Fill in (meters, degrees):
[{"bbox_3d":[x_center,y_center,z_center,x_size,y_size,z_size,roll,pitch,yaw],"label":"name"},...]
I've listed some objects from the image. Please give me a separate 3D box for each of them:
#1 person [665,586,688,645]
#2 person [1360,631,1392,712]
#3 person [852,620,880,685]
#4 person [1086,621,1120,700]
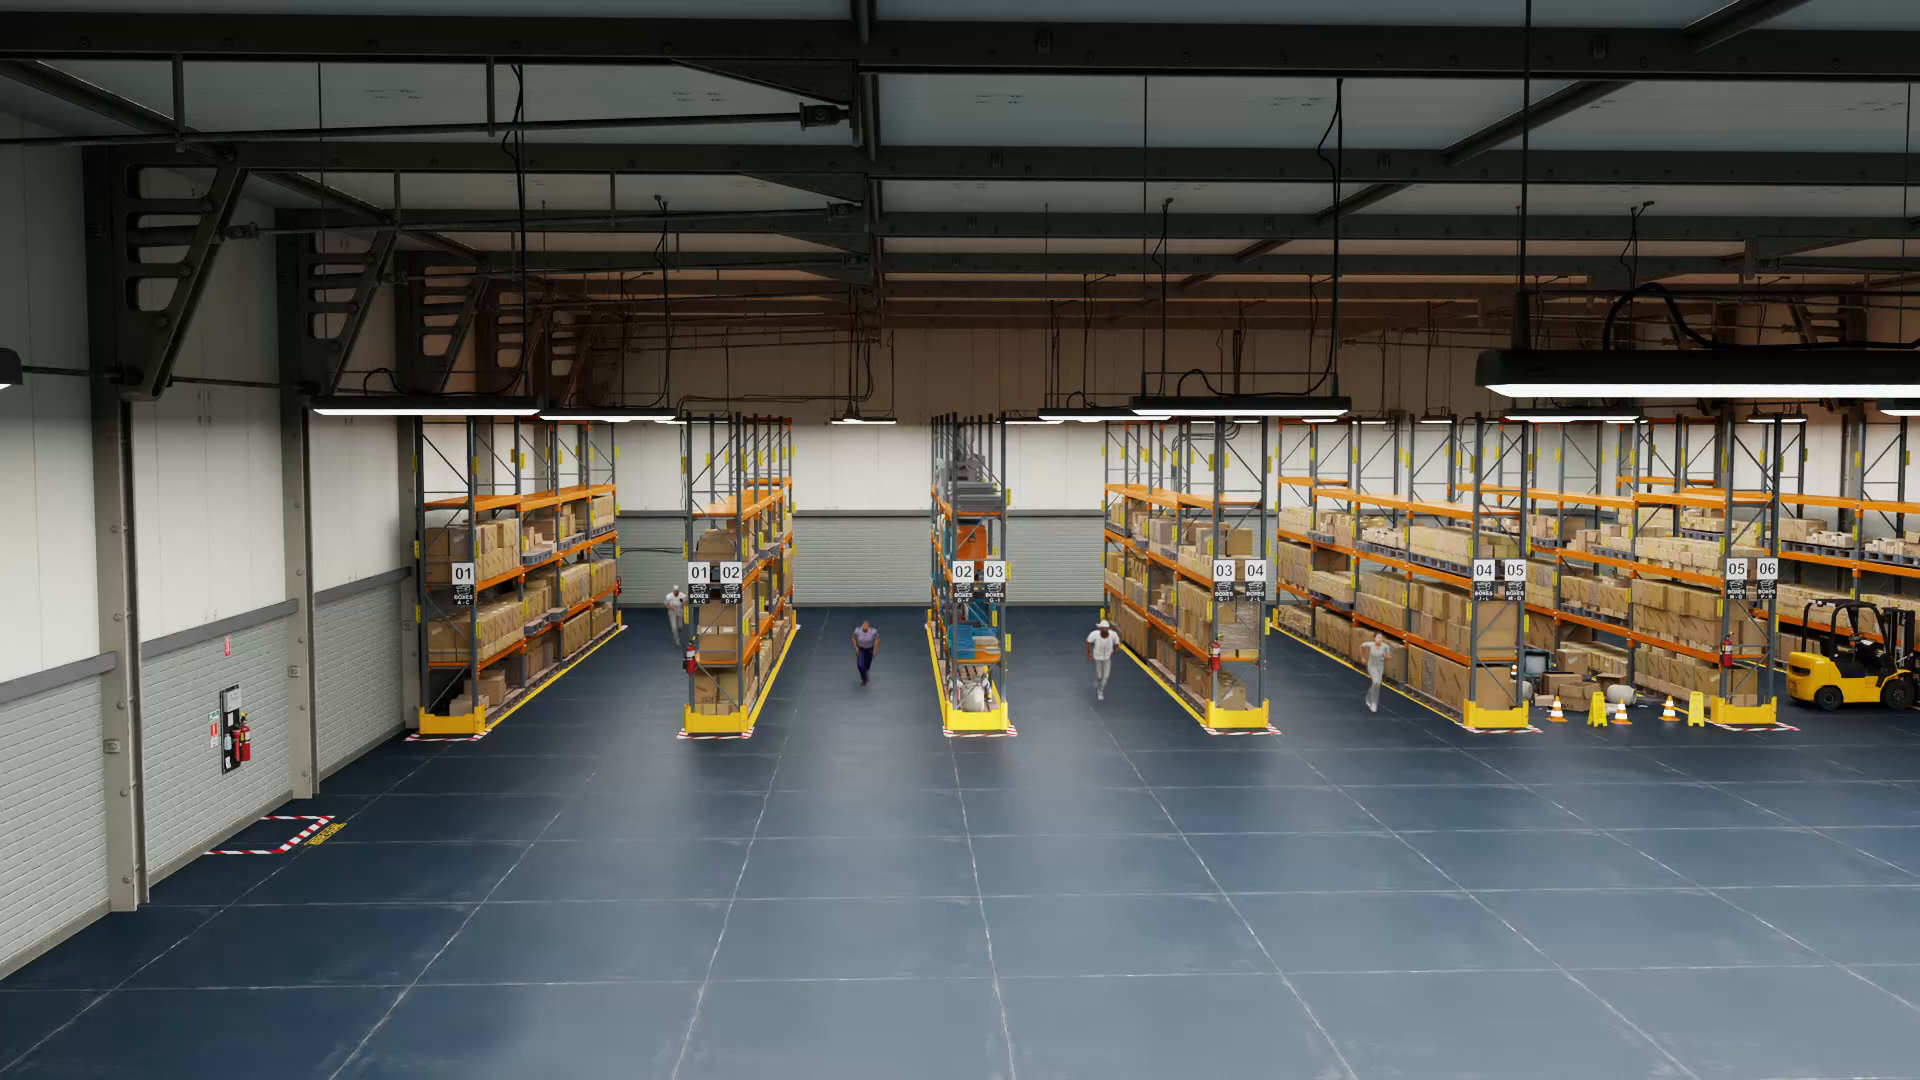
[{"bbox_3d":[-7.435,1.979,43.643,0.596,1.597,0.689,-1,4,-9],"label":"person"},{"bbox_3d":[8.347,2.620,33.467,0.558,1.622,0.894,0,4,-7],"label":"person"},{"bbox_3d":[-2.095,2.481,37.035,0.613,1.492,0.899,0,4,-4],"label":"person"},{"bbox_3d":[3.009,2.512,35.084,0.695,1.691,0.814,-1,4,-8],"label":"person"}]
